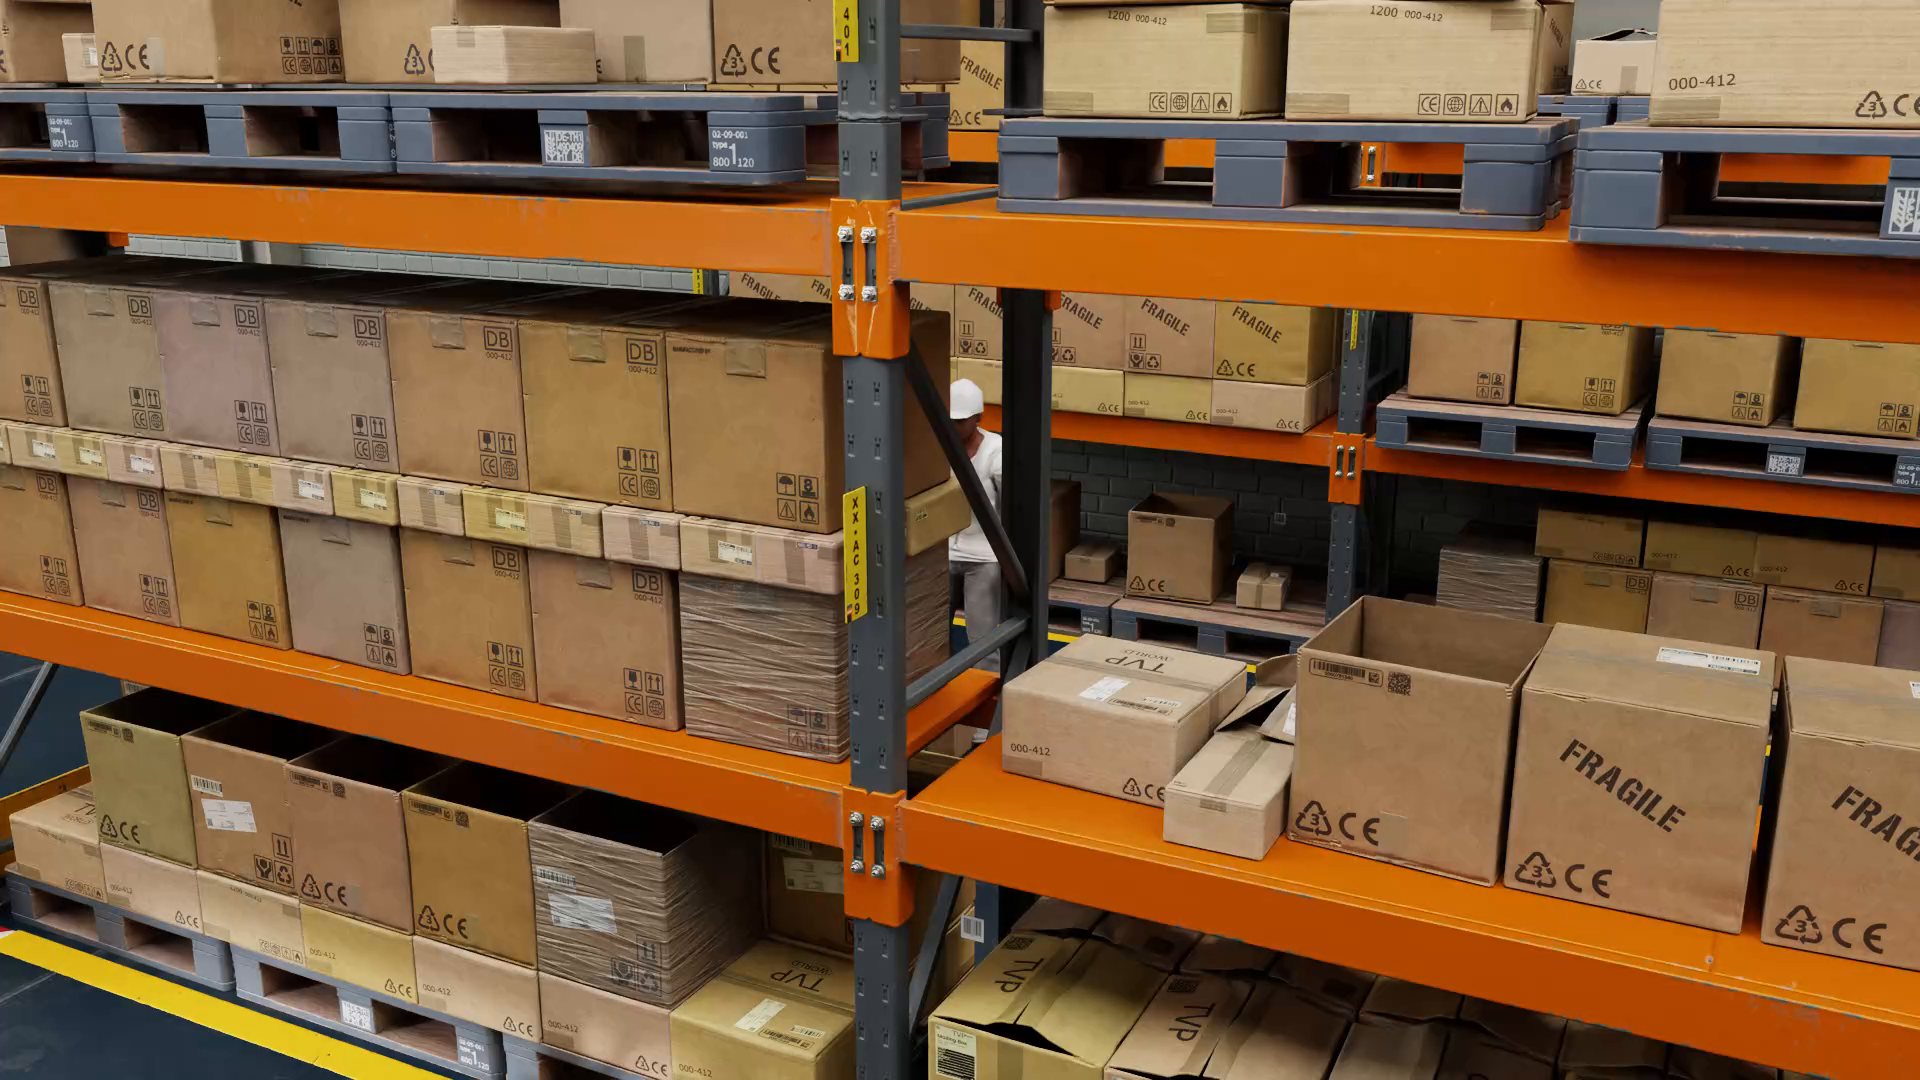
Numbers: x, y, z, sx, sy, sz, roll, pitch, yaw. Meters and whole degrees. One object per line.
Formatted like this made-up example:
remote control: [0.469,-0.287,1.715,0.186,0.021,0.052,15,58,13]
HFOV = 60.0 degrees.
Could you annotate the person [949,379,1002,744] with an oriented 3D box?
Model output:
person: [0.012,0.096,7.916,0.638,1.761,0.459,7,17,24]
